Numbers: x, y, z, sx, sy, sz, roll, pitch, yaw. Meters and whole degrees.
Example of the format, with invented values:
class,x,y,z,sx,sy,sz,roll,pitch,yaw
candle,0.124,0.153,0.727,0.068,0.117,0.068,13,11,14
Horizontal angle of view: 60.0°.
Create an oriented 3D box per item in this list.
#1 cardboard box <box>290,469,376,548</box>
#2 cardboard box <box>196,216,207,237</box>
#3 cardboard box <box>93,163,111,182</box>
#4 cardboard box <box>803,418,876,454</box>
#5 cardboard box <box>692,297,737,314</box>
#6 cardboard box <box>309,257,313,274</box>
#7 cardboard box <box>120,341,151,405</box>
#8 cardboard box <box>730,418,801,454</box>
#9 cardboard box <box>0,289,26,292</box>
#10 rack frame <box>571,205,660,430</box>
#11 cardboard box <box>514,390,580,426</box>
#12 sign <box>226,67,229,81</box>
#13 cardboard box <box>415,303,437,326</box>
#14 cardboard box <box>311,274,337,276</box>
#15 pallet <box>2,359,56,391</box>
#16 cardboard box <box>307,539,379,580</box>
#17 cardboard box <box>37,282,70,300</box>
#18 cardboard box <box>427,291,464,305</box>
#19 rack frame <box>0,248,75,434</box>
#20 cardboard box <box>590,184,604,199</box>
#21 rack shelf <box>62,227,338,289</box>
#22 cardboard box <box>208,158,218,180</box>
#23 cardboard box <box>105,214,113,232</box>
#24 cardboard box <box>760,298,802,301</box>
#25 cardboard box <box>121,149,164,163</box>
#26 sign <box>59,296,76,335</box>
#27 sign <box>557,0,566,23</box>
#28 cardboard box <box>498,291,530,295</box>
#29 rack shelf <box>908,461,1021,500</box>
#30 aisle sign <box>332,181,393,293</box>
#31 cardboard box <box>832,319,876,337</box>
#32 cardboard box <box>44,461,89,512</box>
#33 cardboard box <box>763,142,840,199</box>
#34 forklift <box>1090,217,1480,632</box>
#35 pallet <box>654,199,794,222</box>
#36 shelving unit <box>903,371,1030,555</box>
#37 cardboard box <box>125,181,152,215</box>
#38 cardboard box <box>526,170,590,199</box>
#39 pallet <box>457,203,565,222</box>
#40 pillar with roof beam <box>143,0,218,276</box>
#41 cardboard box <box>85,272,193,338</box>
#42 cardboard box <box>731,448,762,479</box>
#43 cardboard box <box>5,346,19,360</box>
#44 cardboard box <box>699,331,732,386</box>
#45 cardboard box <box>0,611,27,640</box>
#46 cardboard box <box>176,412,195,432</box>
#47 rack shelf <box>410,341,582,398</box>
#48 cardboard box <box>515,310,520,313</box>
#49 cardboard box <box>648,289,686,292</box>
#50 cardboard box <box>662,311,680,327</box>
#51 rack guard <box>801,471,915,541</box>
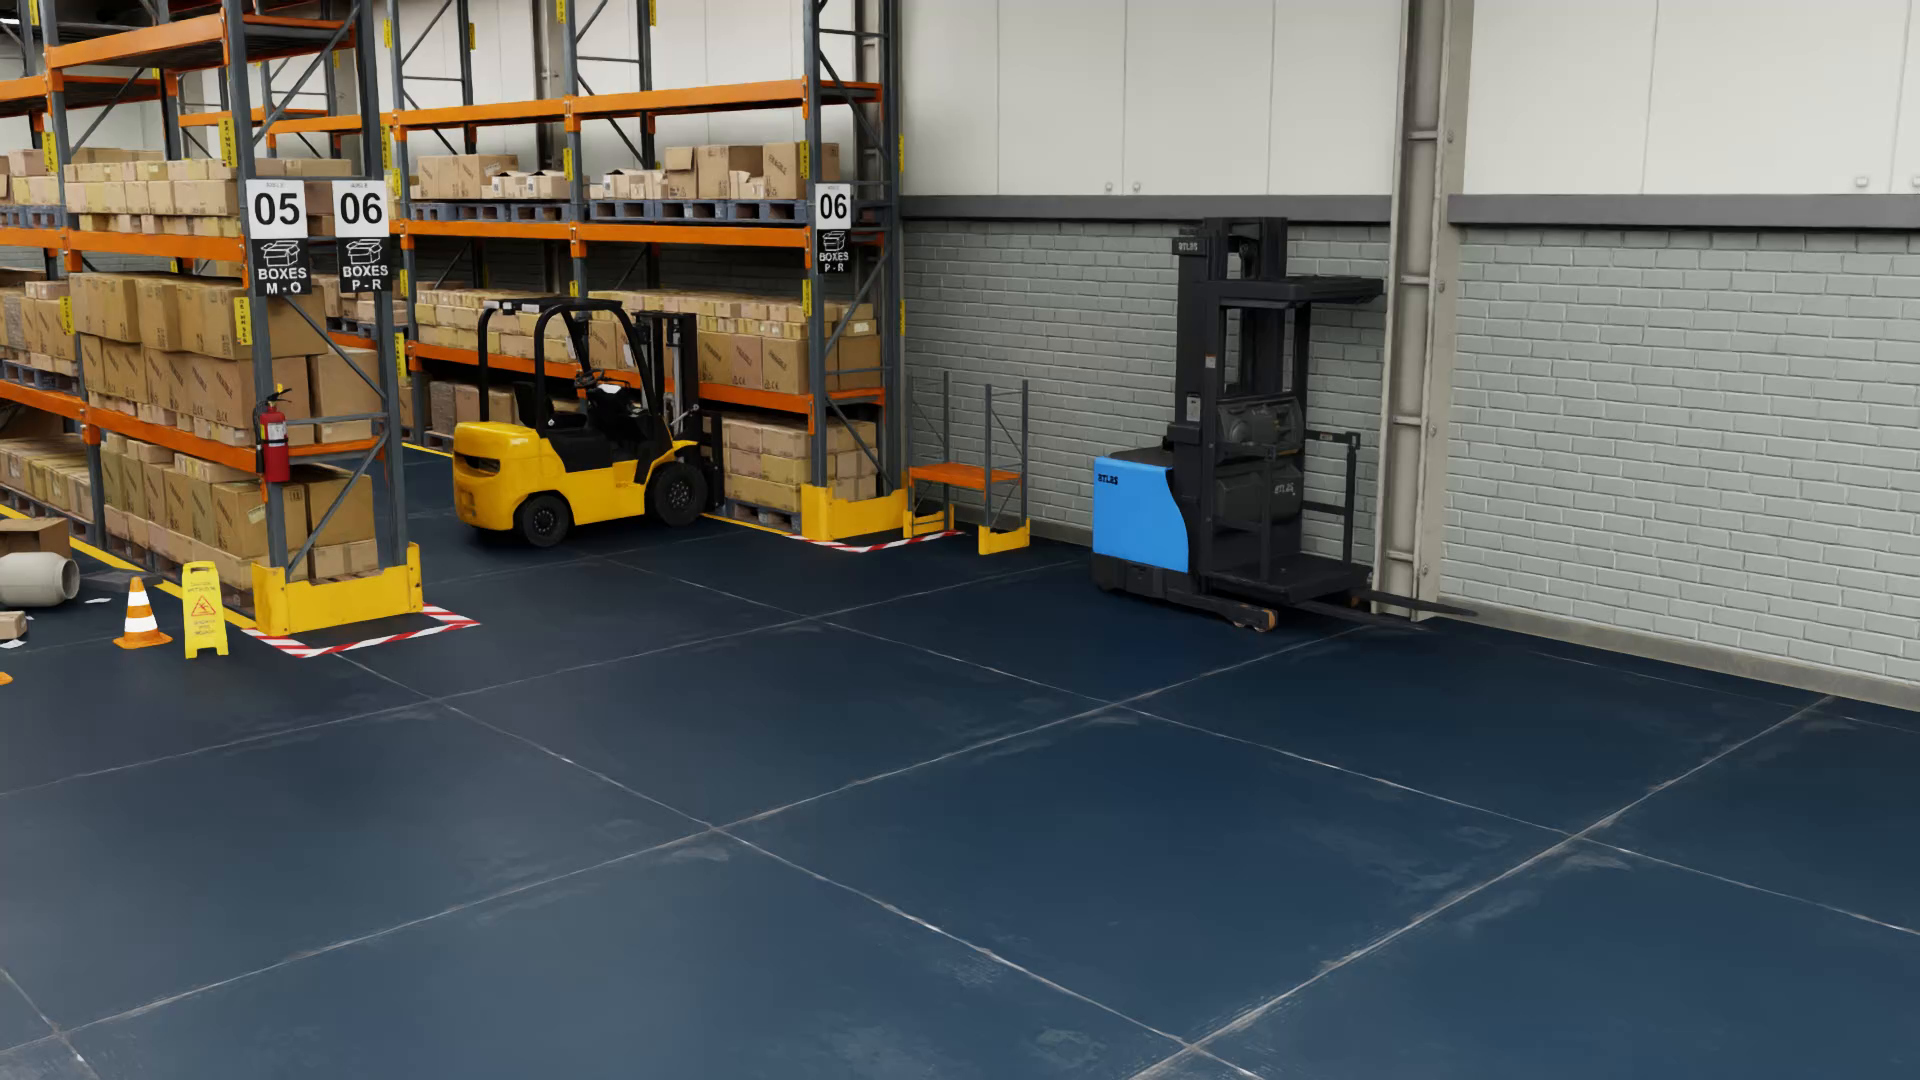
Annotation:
class,x,y,z,sx,sy,sz,roll,pitch,yaw
cardboard box,-4.926,-0.255,12.967,0.500,0.500,0.500,11,16,43
cardboard box,-5.355,-2.303,12.185,0.380,0.149,0.250,-10,15,-41
cardboard box,-6.794,-2.982,13.503,0.380,0.149,0.250,-11,16,-43
cardboard box,-1.160,-1.006,15.996,0.500,0.250,0.500,-11,16,-43
cardboard box,-2.428,-2.319,16.481,0.380,0.149,0.250,-11,16,-42
cardboard box,-10.088,-4.006,25.038,0.500,0.500,0.500,11,16,44
cardboard box,-6.511,-1.399,13.622,0.500,0.500,0.500,-11,16,-43
cardboard box,-1.865,-1.007,16.000,0.500,0.250,0.500,-11,16,-42
cardboard box,-9.568,-2.264,16.778,0.500,0.500,0.500,-10,15,-40
rack frame,-3.727,-2.145,18.226,1.000,3.000,0.127,-11,16,-43
cardboard box,-4.626,-1.376,19.341,0.875,0.625,0.625,-11,16,-43
sign,-11.598,-7.444,26.372,0.100,0.325,0.005,-11,16,-43
cardboard box,-6.378,-2.798,20.528,0.500,0.250,0.500,-11,16,-43
cardboard box,-9.079,-3.465,23.347,0.700,0.500,0.500,-10,16,-41
pallet,-8.680,-1.659,16.345,1.003,0.211,1.213,-11,16,-43
cardboard box,-4.909,0.116,13.026,0.500,0.250,0.500,-11,16,-43
cardboard box,-8.282,-2.305,15.372,0.250,0.149,0.380,11,16,43
cardboard box,-6.297,-2.969,20.371,0.380,0.149,0.250,-10,16,-41
rack frame,-10.077,-2.036,17.700,1.000,3.000,0.127,-11,16,-43
cardboard box,-3.637,-3.638,17.373,0.380,0.149,0.250,-10,16,-41
rack shelf,-5.933,-2.277,13.220,1.077,0.370,4.000,-11,16,-43
cardboard box,-5.149,-2.657,11.924,0.380,0.149,0.250,-11,16,-42
cardboard box,-6.885,-2.652,13.878,0.380,0.149,0.250,-11,16,-43
cardboard box,-1.751,-2.305,16.411,0.380,0.149,0.250,-10,15,-41
cardboard box,-7.779,-3.511,15.517,0.500,0.250,0.500,-11,16,-44
sign,-7.713,-1.942,14.372,0.100,0.325,0.005,-11,16,-43
sign,-4.111,-5.502,17.143,0.100,0.325,0.005,-11,16,-43
cardboard box,-5.378,-2.932,20.192,0.380,0.149,0.250,-11,16,-43
rack shelf,0.059,-0.546,15.074,0.538,0.185,1.000,-11,16,-43
aisle sign,-4.285,-2.176,11.936,0.394,0.787,0.004,-11,16,-43
cardboard box,-1.011,-2.013,15.733,0.250,0.149,0.380,11,16,44
cardboard box,-8.177,-0.552,15.966,0.950,0.372,0.625,-10,15,-39
cardboard box,-1.446,-3.364,15.176,0.500,0.500,0.500,-10,15,-41
forklift,2.388,-0.884,12.276,1.130,2.935,3.031,-10,15,-40
pallet,-2.281,-3.272,16.482,1.003,0.211,1.213,-11,16,-43
shelving unit,0.053,-0.723,15.045,0.587,1.500,1.083,-11,16,-43
cardboard box,-6.159,-2.669,12.973,0.500,0.250,0.500,-11,16,-42
cardboard box,-4.403,-3.897,18.228,0.500,0.311,0.500,11,16,43
pallet,-5.181,-3.856,19.566,1.003,0.211,1.213,-10,15,-40
pillar with roof beam,-16.338,-6.754,25.729,9.100,9.000,0.548,-11,16,-43
cardboard box,-6.830,-1.965,13.891,0.700,0.500,0.500,-11,16,-42
cardboard box,-1.865,-0.767,16.073,0.500,0.250,0.500,-11,16,-43
cardboard box,-9.262,-1.886,16.552,0.380,0.149,0.250,-10,15,-39
cardboard box,-2.200,-1.797,16.290,0.500,0.500,0.500,-11,16,-44
cardboard box,-6.918,0.618,11.882,0.380,0.149,0.250,-3,12,-13
cardboard box,-5.899,-0.947,13.037,0.380,0.149,0.250,-11,16,-43
rack shelf,-5.108,-2.084,19.716,1.077,0.370,4.000,-11,16,-43
cardboard box,-4.859,-2.675,18.947,0.250,0.149,0.380,11,16,44
cardboard box,-3.145,-2.610,17.893,0.250,0.149,0.380,11,16,44
cardboard box,-2.834,-2.237,16.821,0.250,0.149,0.380,11,16,43
rack guard,-0.948,-0.333,15.628,1.175,0.500,0.348,-11,16,-43
